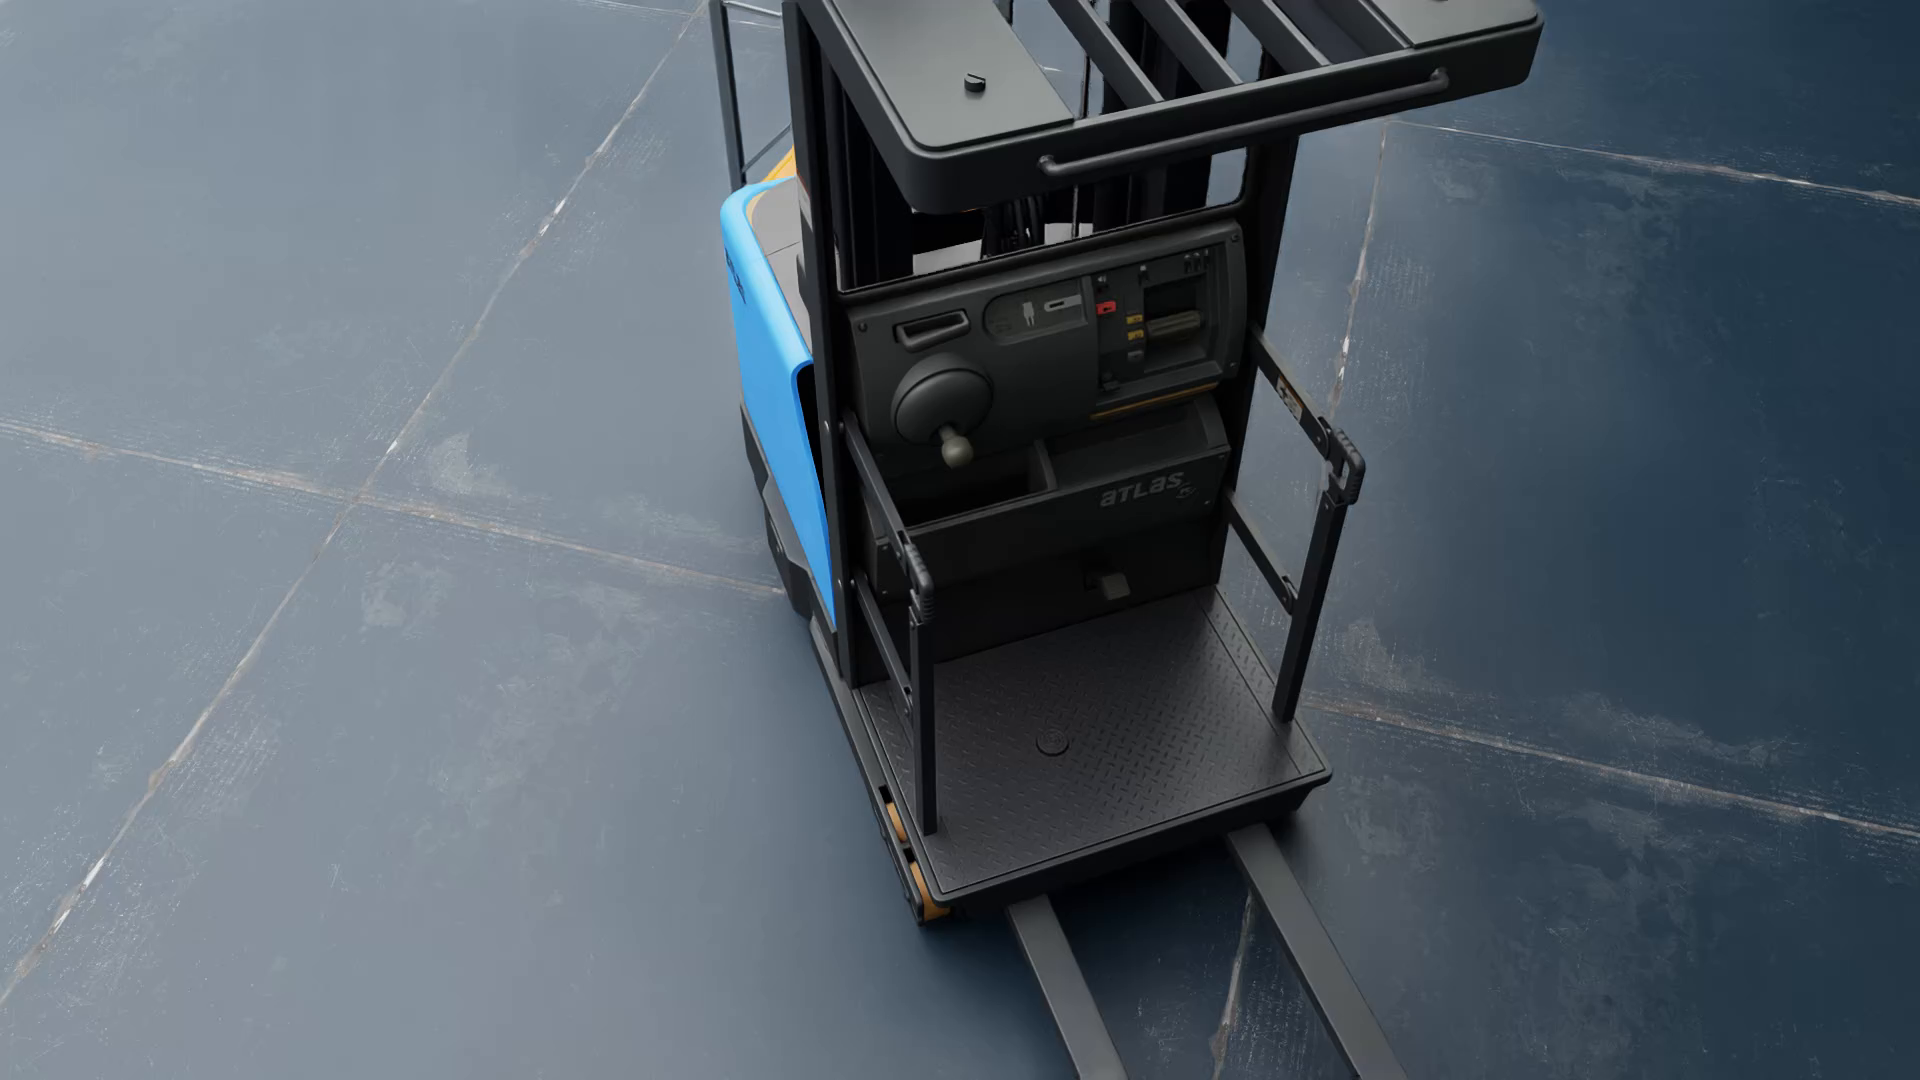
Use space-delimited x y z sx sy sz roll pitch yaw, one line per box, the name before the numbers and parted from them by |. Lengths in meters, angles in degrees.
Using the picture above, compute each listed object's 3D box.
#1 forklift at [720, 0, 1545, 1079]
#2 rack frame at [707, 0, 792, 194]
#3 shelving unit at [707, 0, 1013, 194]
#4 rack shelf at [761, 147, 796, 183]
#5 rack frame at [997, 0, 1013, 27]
forklift | 0.289 -0.333 3.589 1.130 2.935 3.031 -15 50 -13
rack frame | -0.488 -1.041 5.169 0.500 1.500 0.032 19 51 16
shelving unit | -0.276 -1.380 5.468 0.587 1.500 1.083 19 51 16
rack shelf | -0.272 -1.267 5.608 0.538 0.185 1.000 19 51 16
rack frame | -0.057 -1.731 5.778 0.500 1.500 0.032 19 51 16
